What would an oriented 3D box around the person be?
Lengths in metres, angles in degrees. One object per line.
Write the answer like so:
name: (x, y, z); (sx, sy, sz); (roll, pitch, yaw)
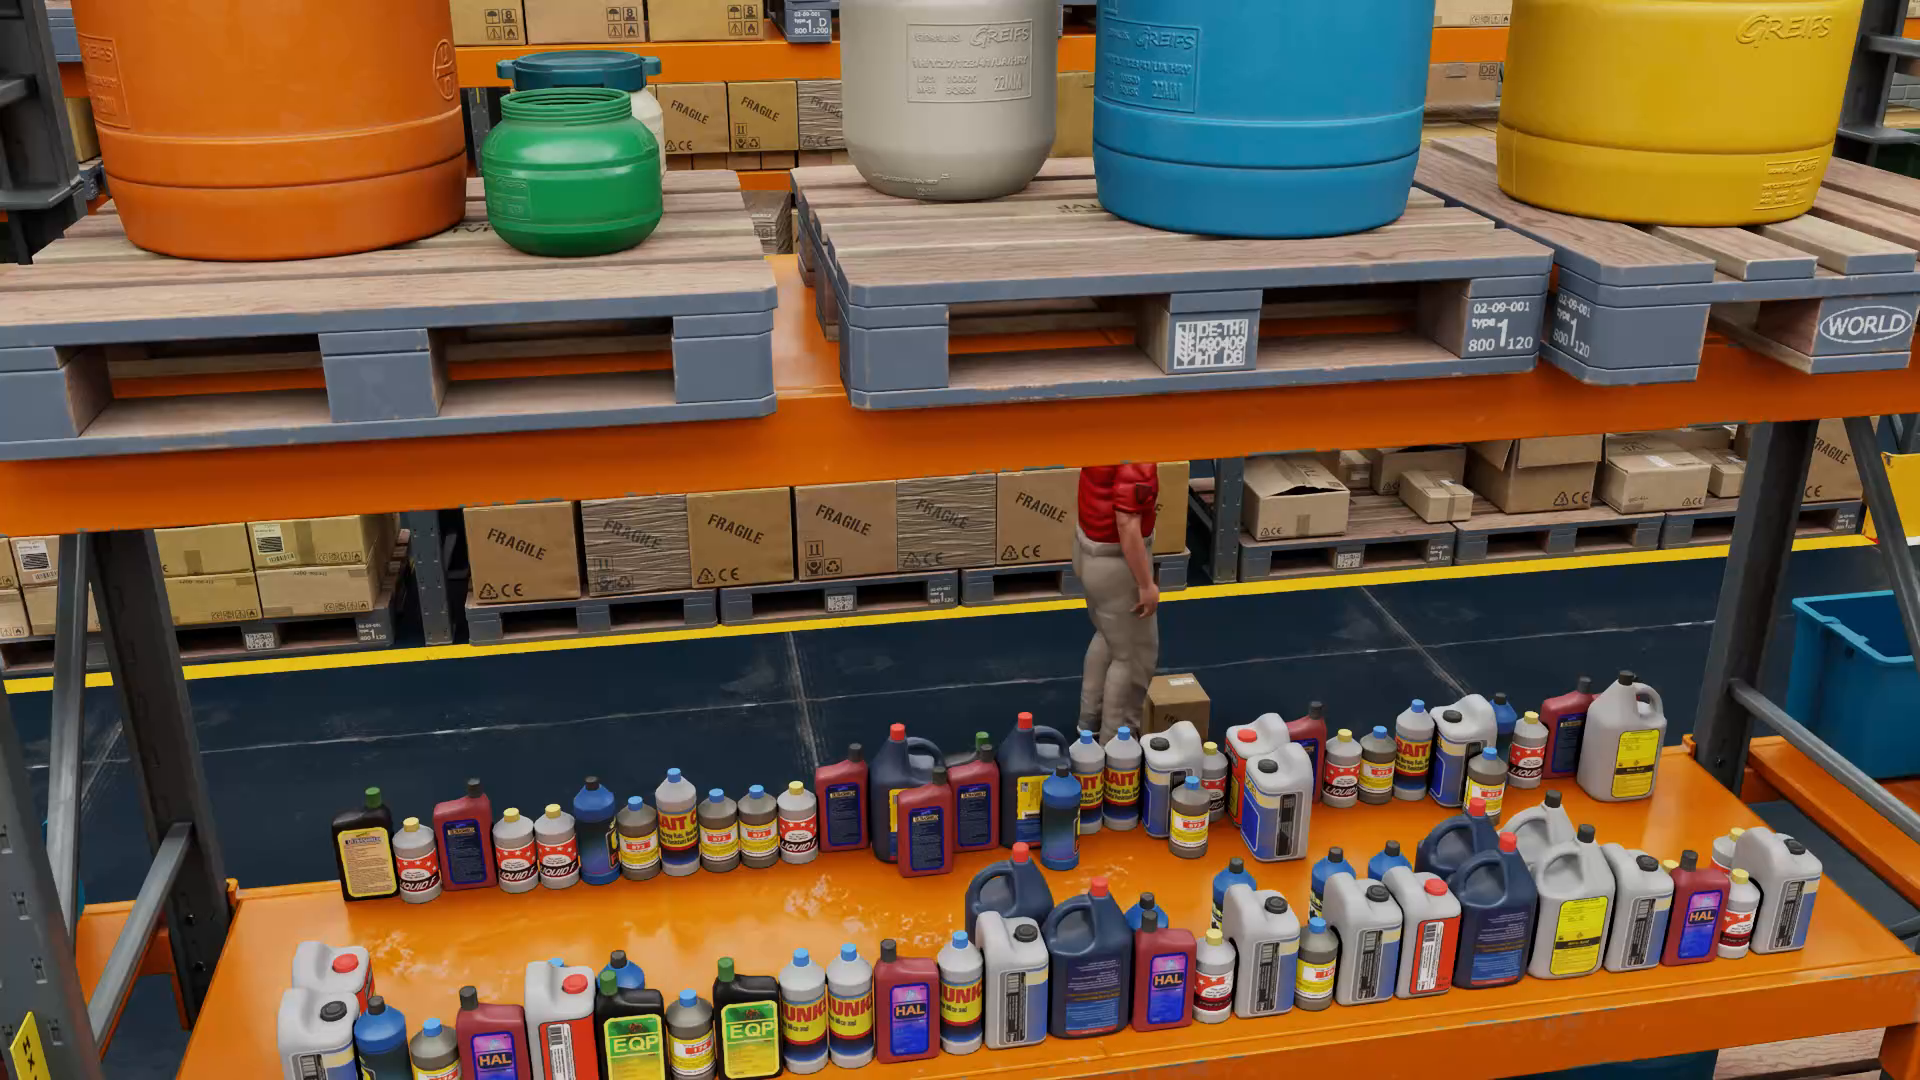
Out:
person: (0.677, 0.098, 6.884); (0.394, 1.727, 0.587); (-4, 24, -9)
